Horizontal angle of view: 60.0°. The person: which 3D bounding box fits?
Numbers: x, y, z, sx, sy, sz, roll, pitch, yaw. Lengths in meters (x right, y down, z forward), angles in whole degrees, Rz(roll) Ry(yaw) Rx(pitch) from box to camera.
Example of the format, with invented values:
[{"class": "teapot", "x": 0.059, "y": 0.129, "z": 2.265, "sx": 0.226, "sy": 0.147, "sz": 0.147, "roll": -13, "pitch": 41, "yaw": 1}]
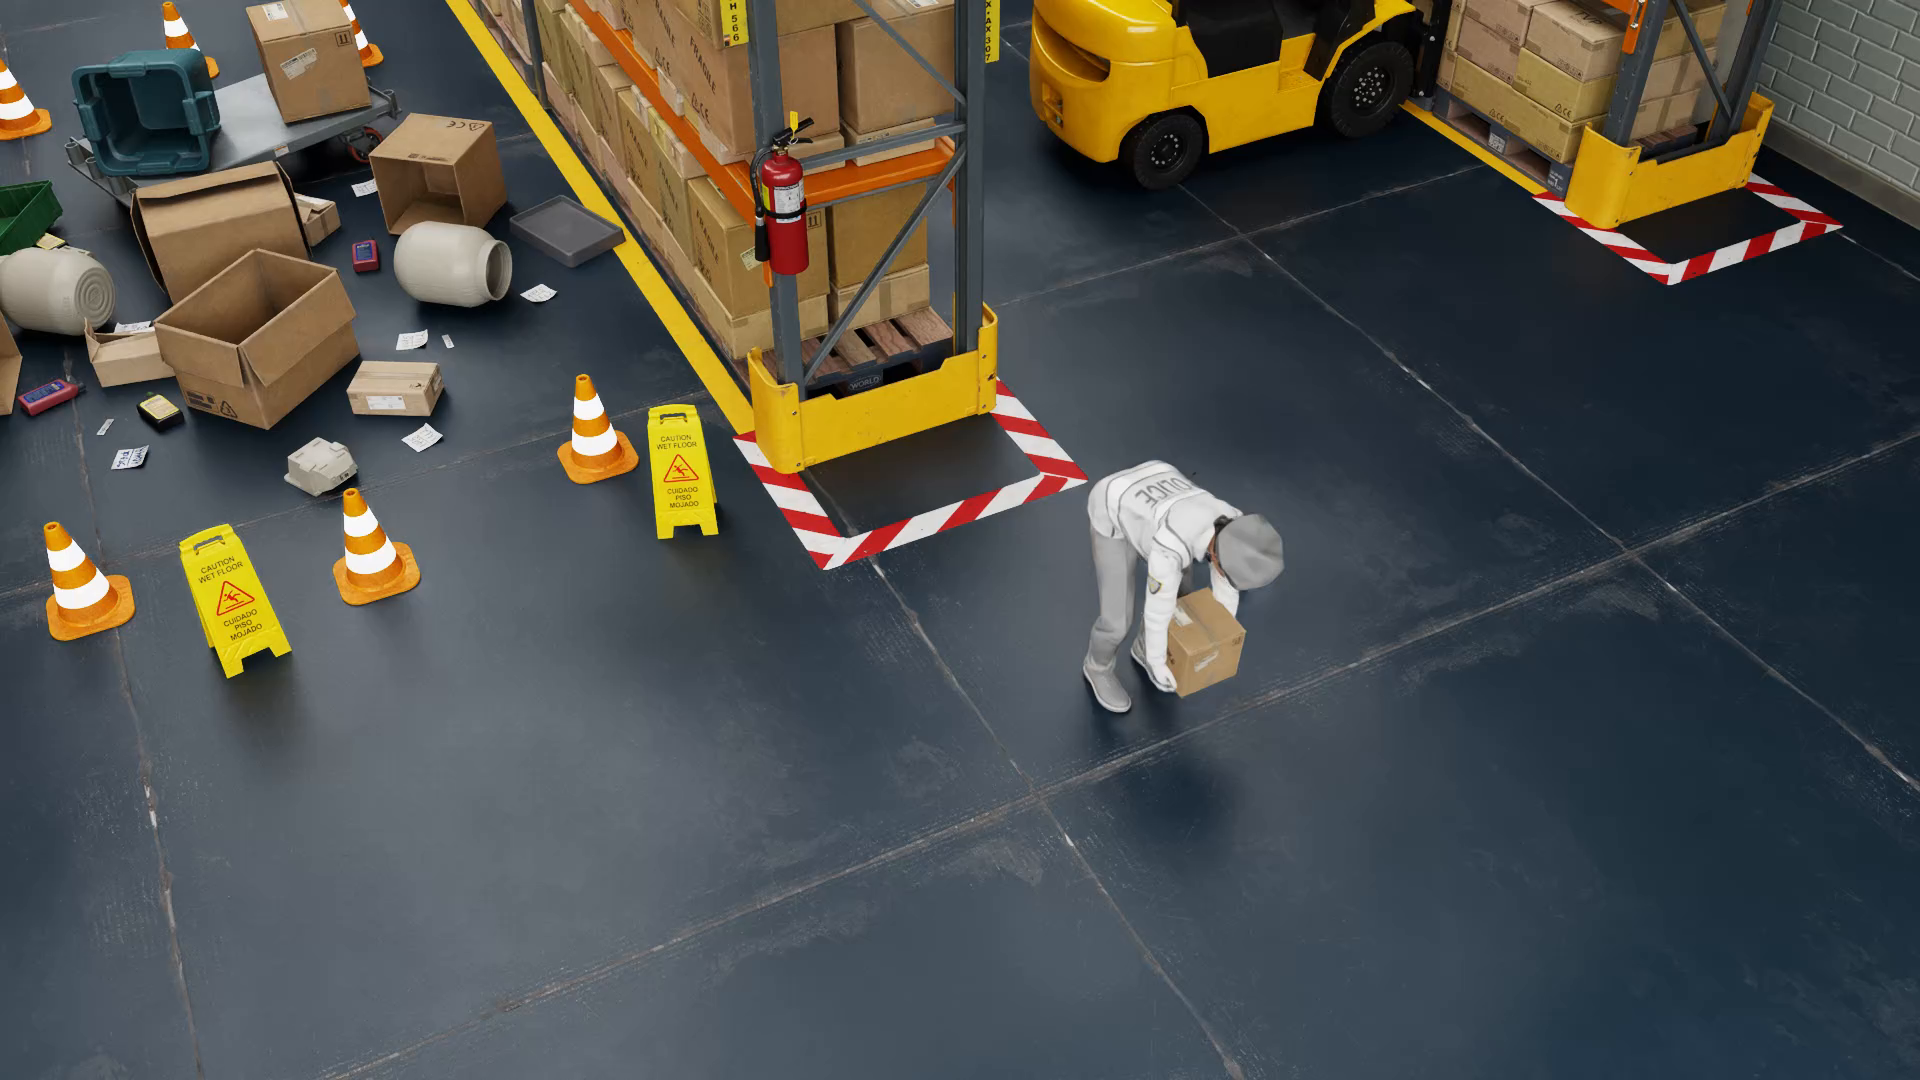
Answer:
[{"class": "person", "x": 0.810, "y": 0.236, "z": 6.209, "sx": 0.411, "sy": 1.251, "sz": 0.906, "roll": -20, "pitch": 45, "yaw": -21}]
